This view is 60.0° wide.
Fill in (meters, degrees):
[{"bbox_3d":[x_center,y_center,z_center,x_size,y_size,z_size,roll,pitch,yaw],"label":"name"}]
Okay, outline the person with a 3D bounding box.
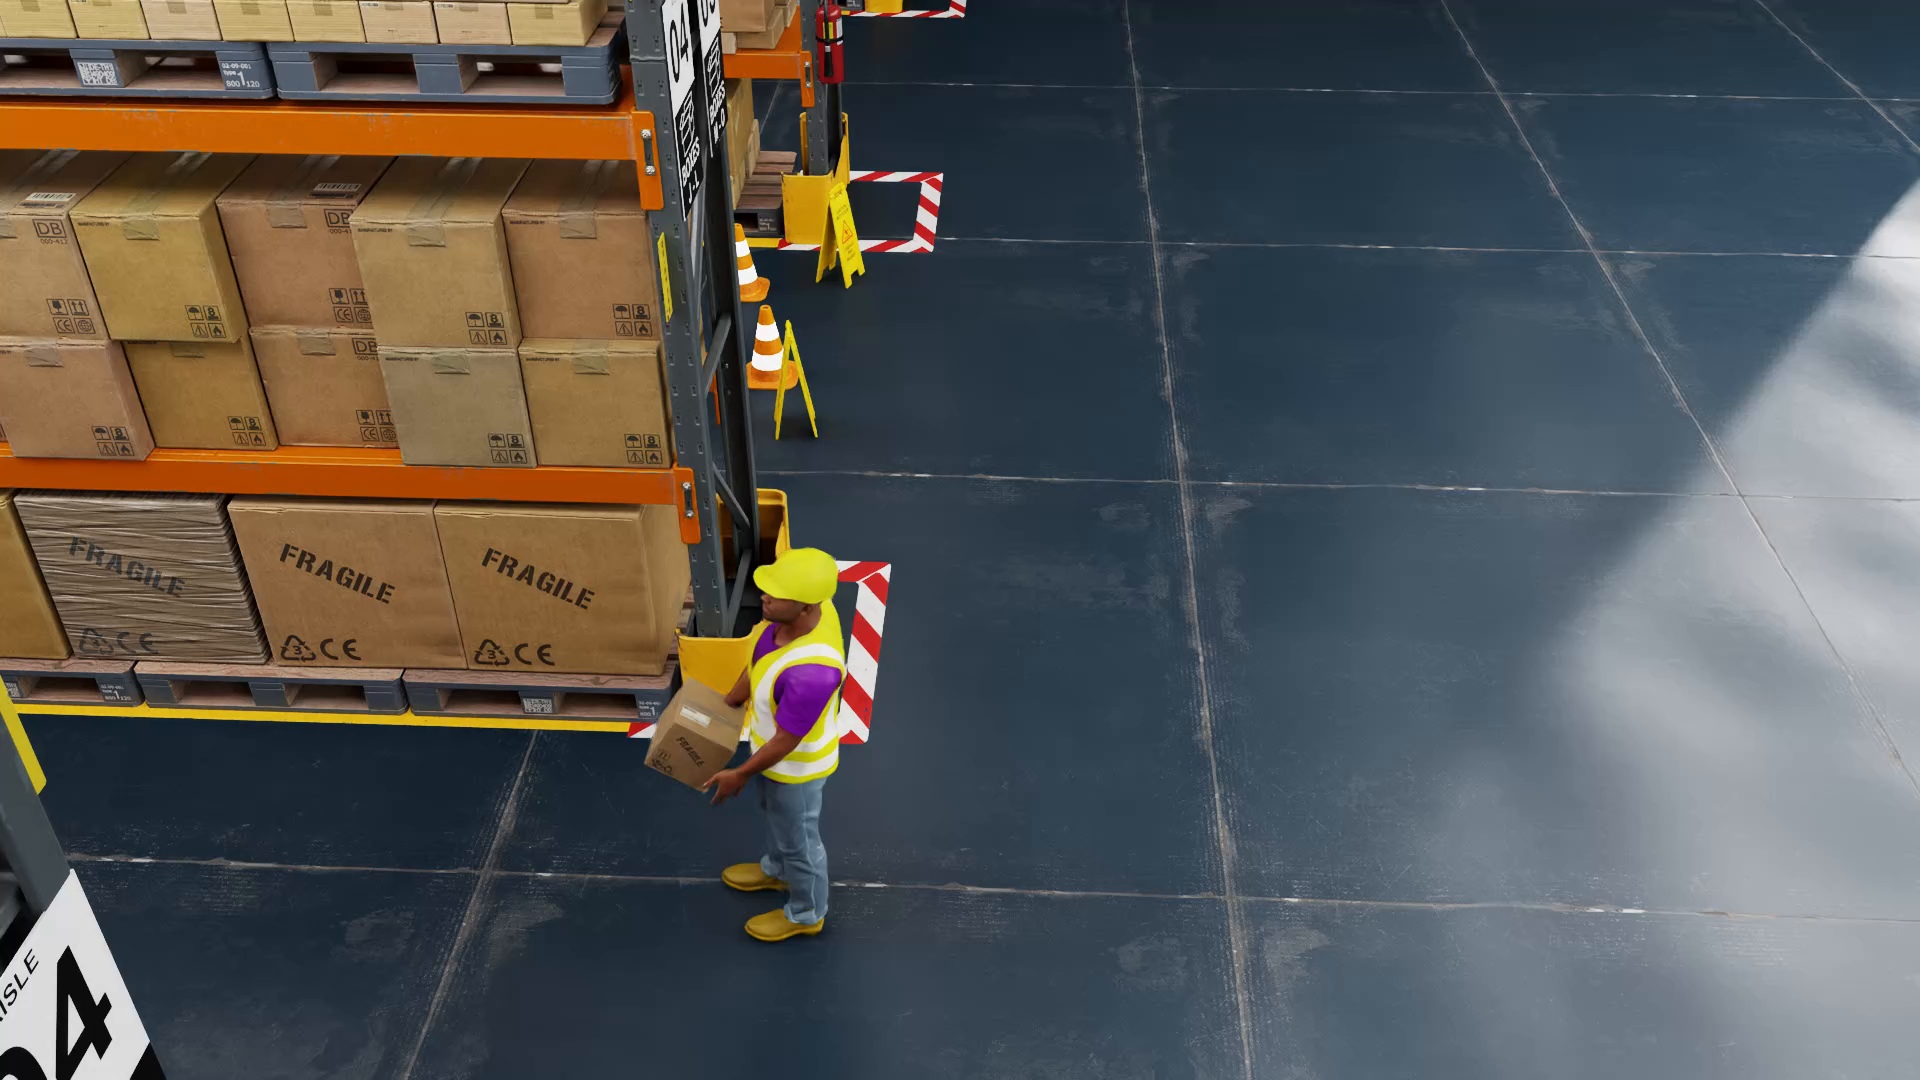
[{"bbox_3d":[-0.673,0.759,6.029,0.539,1.767,0.576,-8,36,-10],"label":"person"}]
